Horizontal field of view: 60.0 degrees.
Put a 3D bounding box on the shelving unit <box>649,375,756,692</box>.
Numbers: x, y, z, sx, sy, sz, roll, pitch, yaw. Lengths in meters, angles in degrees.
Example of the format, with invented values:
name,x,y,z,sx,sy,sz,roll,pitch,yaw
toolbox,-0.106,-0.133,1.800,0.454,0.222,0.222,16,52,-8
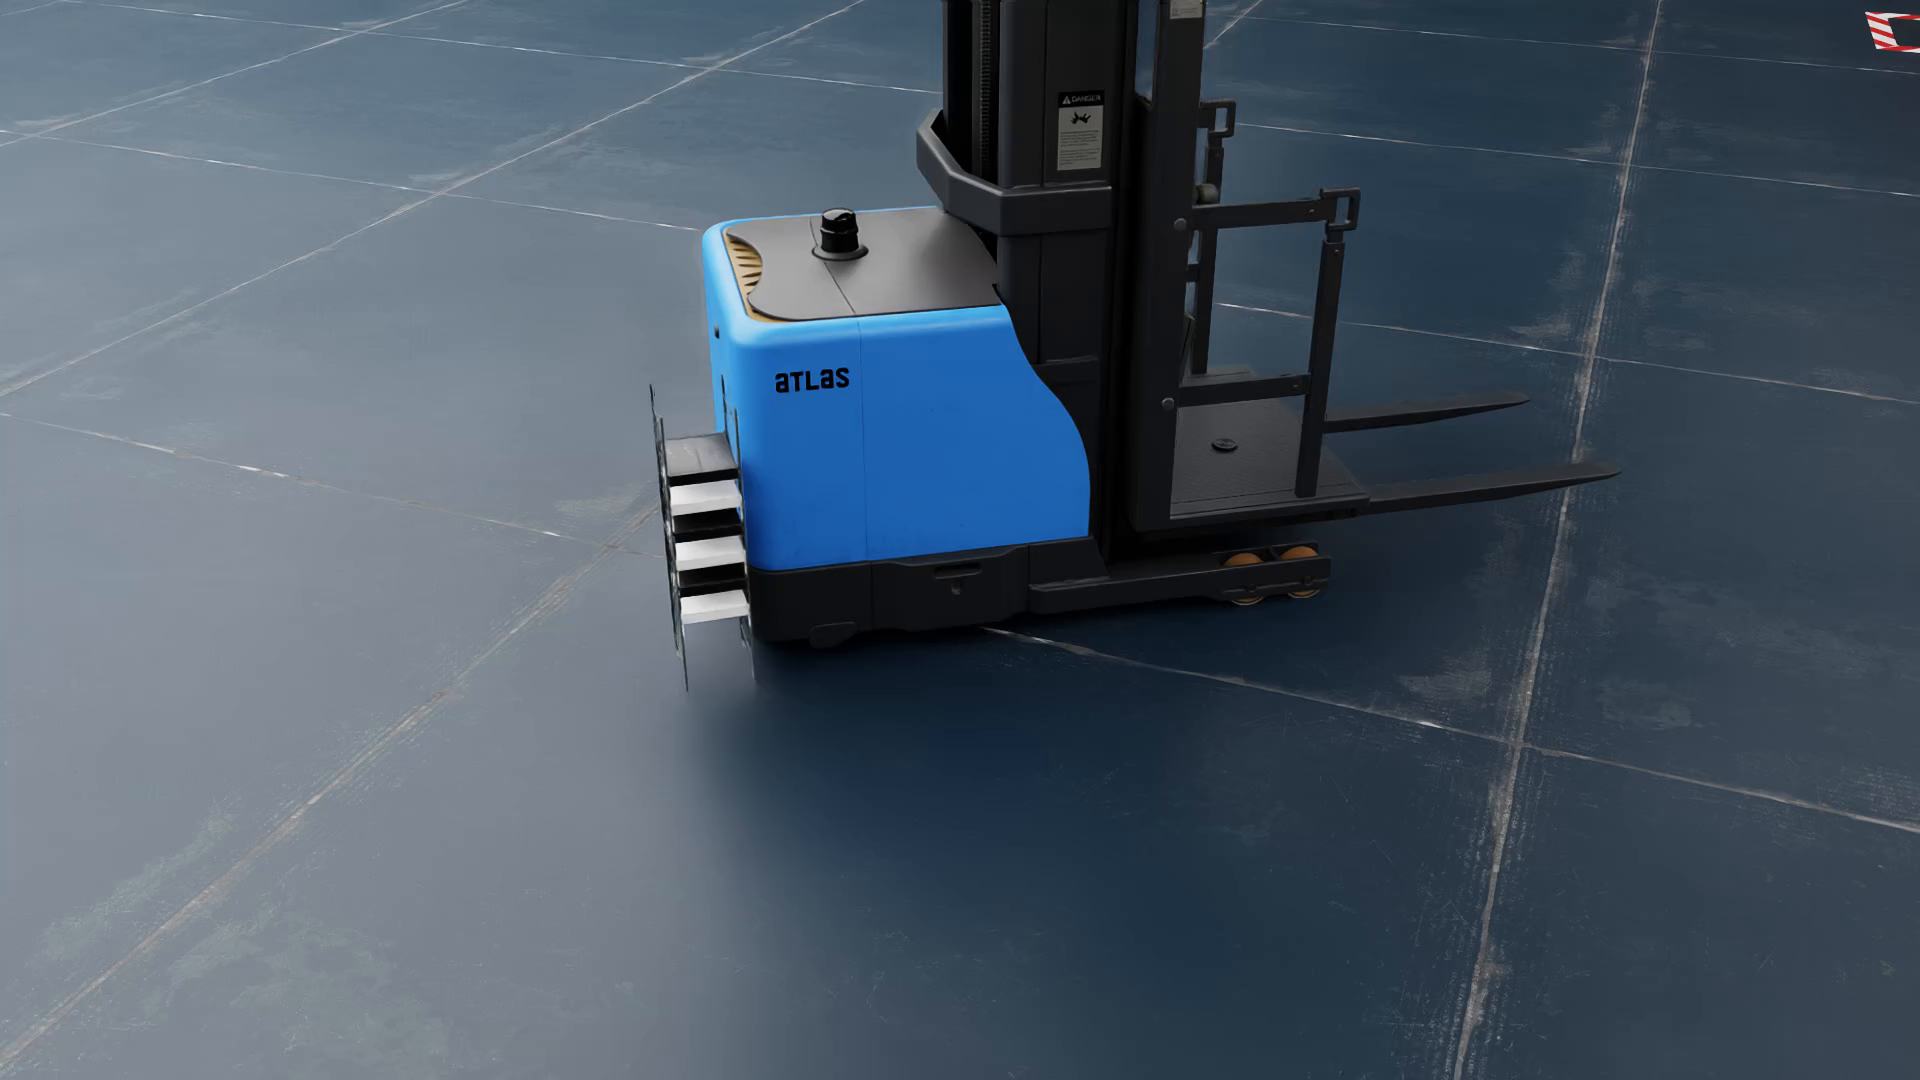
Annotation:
name,x,y,z,sx,sy,sz,roll,pitch,yaw
shelving unit,-0.746,-0.010,4.853,0.210,0.900,0.258,-8,30,-14

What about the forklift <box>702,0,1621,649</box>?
name,x,y,z,sx,sy,sz,roll,pitch,yaw
forklift,0.724,-1.311,5.091,3.031,2.935,1.130,-6,30,-11

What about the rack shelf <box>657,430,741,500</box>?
name,x,y,z,sx,sy,sz,roll,pitch,yaw
rack shelf,-0.746,-0.216,4.736,0.200,0.077,0.258,-8,30,-14

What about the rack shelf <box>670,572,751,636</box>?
name,x,y,z,sx,sy,sz,roll,pitch,yaw
rack shelf,-0.747,0.176,4.958,0.200,0.077,0.258,-8,30,-14

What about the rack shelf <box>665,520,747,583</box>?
name,x,y,z,sx,sy,sz,roll,pitch,yaw
rack shelf,-0.746,0.019,4.869,0.200,0.077,0.258,-8,30,-14

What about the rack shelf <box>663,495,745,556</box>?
name,x,y,z,sx,sy,sz,roll,pitch,yaw
rack shelf,-0.746,-0.059,4.825,0.200,0.077,0.258,-8,30,-14

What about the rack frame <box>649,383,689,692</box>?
name,x,y,z,sx,sy,sz,roll,pitch,yaw
rack frame,-0.844,0.004,4.828,0.006,0.900,0.240,-8,30,-14

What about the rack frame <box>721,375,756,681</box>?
name,x,y,z,sx,sy,sz,roll,pitch,yaw
rack frame,-0.649,-0.024,4.878,0.006,0.900,0.240,-8,30,-14

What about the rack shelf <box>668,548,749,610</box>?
name,x,y,z,sx,sy,sz,roll,pitch,yaw
rack shelf,-0.746,0.097,4.913,0.200,0.077,0.258,-8,30,-14

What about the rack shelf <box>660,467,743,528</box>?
name,x,y,z,sx,sy,sz,roll,pitch,yaw
rack shelf,-0.746,-0.138,4.781,0.200,0.077,0.258,-8,30,-14
